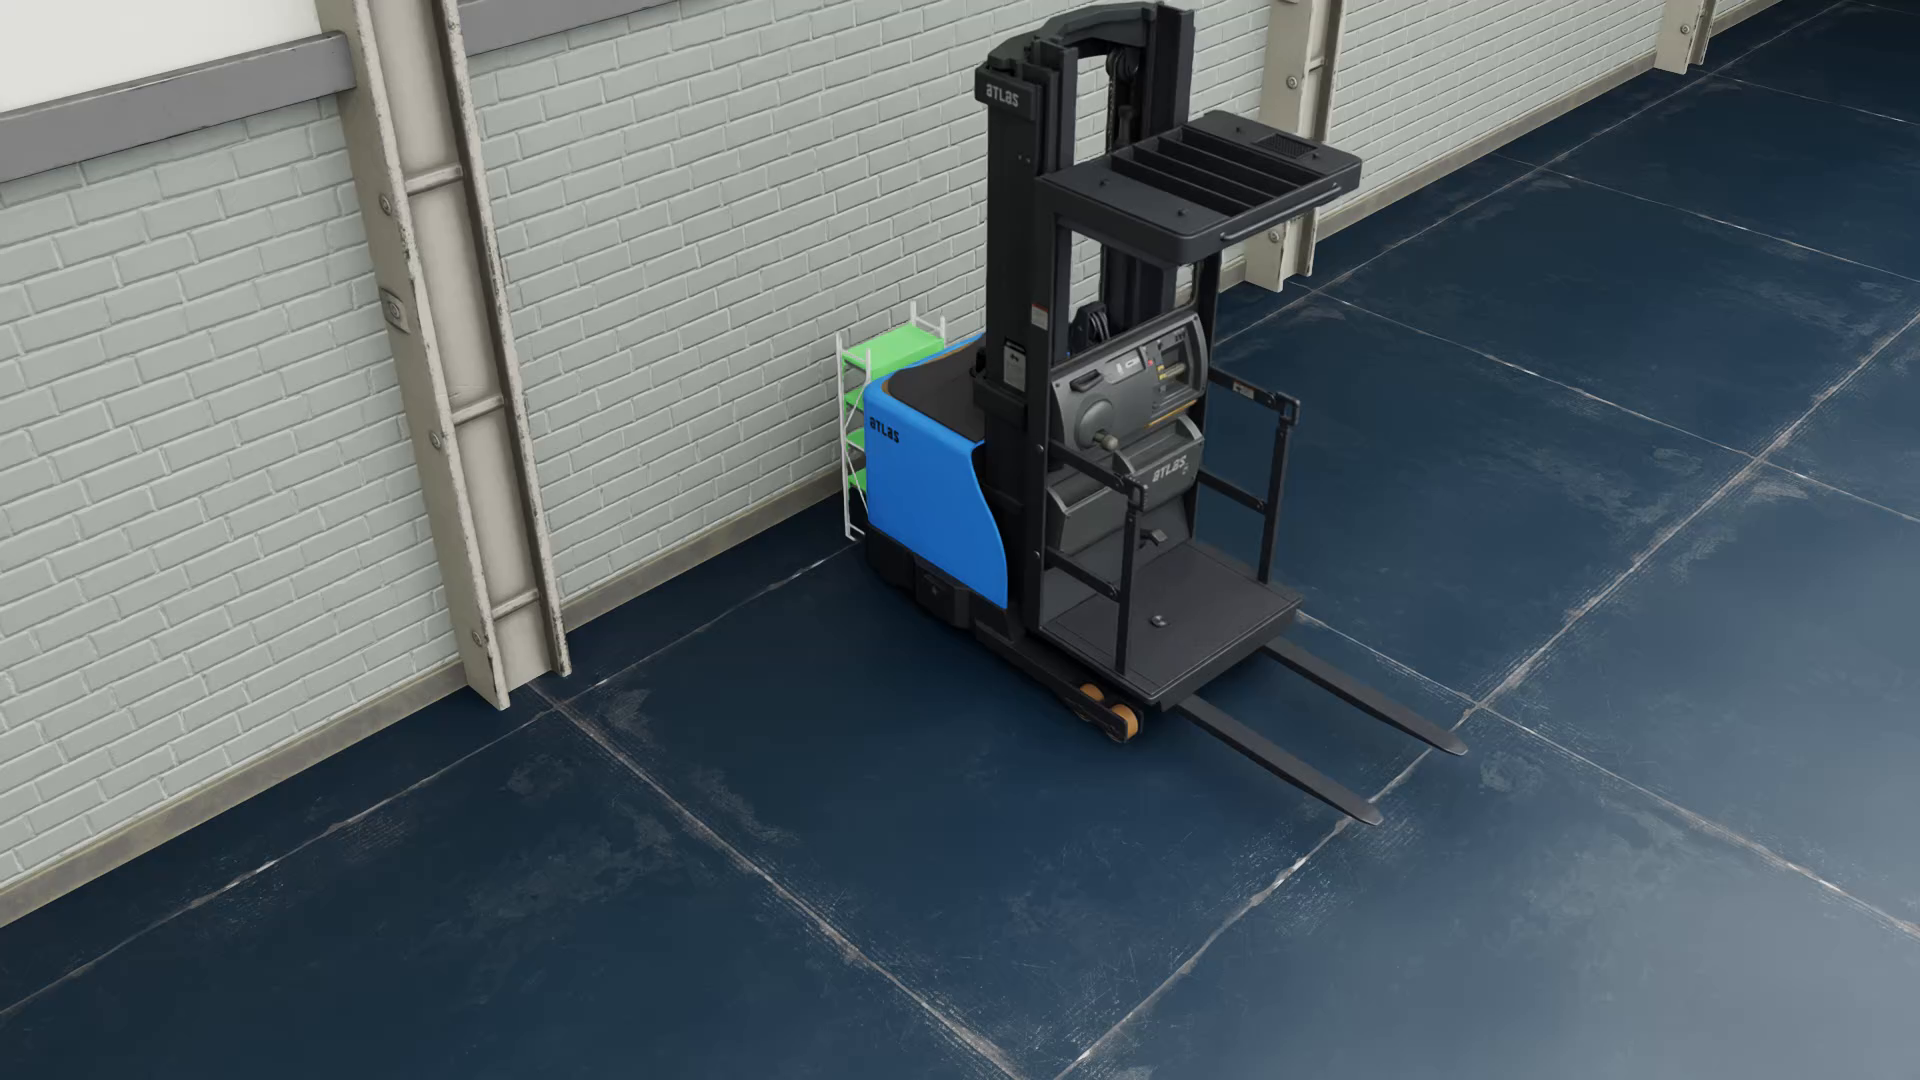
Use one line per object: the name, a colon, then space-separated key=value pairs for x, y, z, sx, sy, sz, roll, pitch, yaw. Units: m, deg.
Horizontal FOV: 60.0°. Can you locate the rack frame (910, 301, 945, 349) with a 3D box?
rack frame: x=-0.162 y=-0.660 z=8.638 sx=0.015 sy=1.200 sz=0.240 roll=-28 pitch=44 yaw=-34

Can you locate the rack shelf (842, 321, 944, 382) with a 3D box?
rack shelf: x=-0.339 y=-0.905 z=8.262 sx=0.480 sy=0.148 sz=0.258 roll=-28 pitch=44 yaw=-34

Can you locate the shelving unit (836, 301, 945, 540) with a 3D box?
shelving unit: x=-0.339 y=-0.564 z=8.500 sx=0.503 sy=1.200 sz=0.258 roll=-28 pitch=44 yaw=-34

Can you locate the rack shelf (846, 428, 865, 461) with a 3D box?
rack shelf: x=-0.339 y=-0.511 z=8.536 sx=0.480 sy=0.148 sz=0.258 roll=-28 pitch=44 yaw=-34

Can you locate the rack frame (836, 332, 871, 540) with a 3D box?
rack frame: x=-0.516 y=-0.468 z=8.362 sx=0.015 sy=1.200 sz=0.240 roll=-28 pitch=44 yaw=-34

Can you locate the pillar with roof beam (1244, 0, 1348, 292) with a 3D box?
pillar with roof beam: x=5.207 y=-3.750 z=6.252 sx=9.100 sy=9.000 sz=0.400 roll=30 pitch=45 yaw=35

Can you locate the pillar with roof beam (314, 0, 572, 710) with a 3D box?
pillar with roof beam: x=0.979 y=-1.315 z=2.759 sx=9.100 sy=9.000 sz=0.400 roll=30 pitch=45 yaw=35

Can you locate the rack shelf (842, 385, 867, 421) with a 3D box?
rack shelf: x=-0.339 y=-0.708 z=8.399 sx=0.480 sy=0.148 sz=0.258 roll=-28 pitch=44 yaw=-34

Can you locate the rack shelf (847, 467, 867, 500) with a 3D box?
rack shelf: x=-0.339 y=-0.314 z=8.674 sx=0.480 sy=0.148 sz=0.258 roll=-28 pitch=44 yaw=-34

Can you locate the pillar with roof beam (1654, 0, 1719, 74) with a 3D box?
pillar with roof beam: x=9.434 y=-6.186 z=9.744 sx=9.100 sy=9.000 sz=0.400 roll=30 pitch=45 yaw=35

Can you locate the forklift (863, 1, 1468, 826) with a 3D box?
forklift: x=0.891 y=-0.632 z=7.084 sx=1.130 sy=2.935 sz=3.031 roll=-28 pitch=44 yaw=-34
